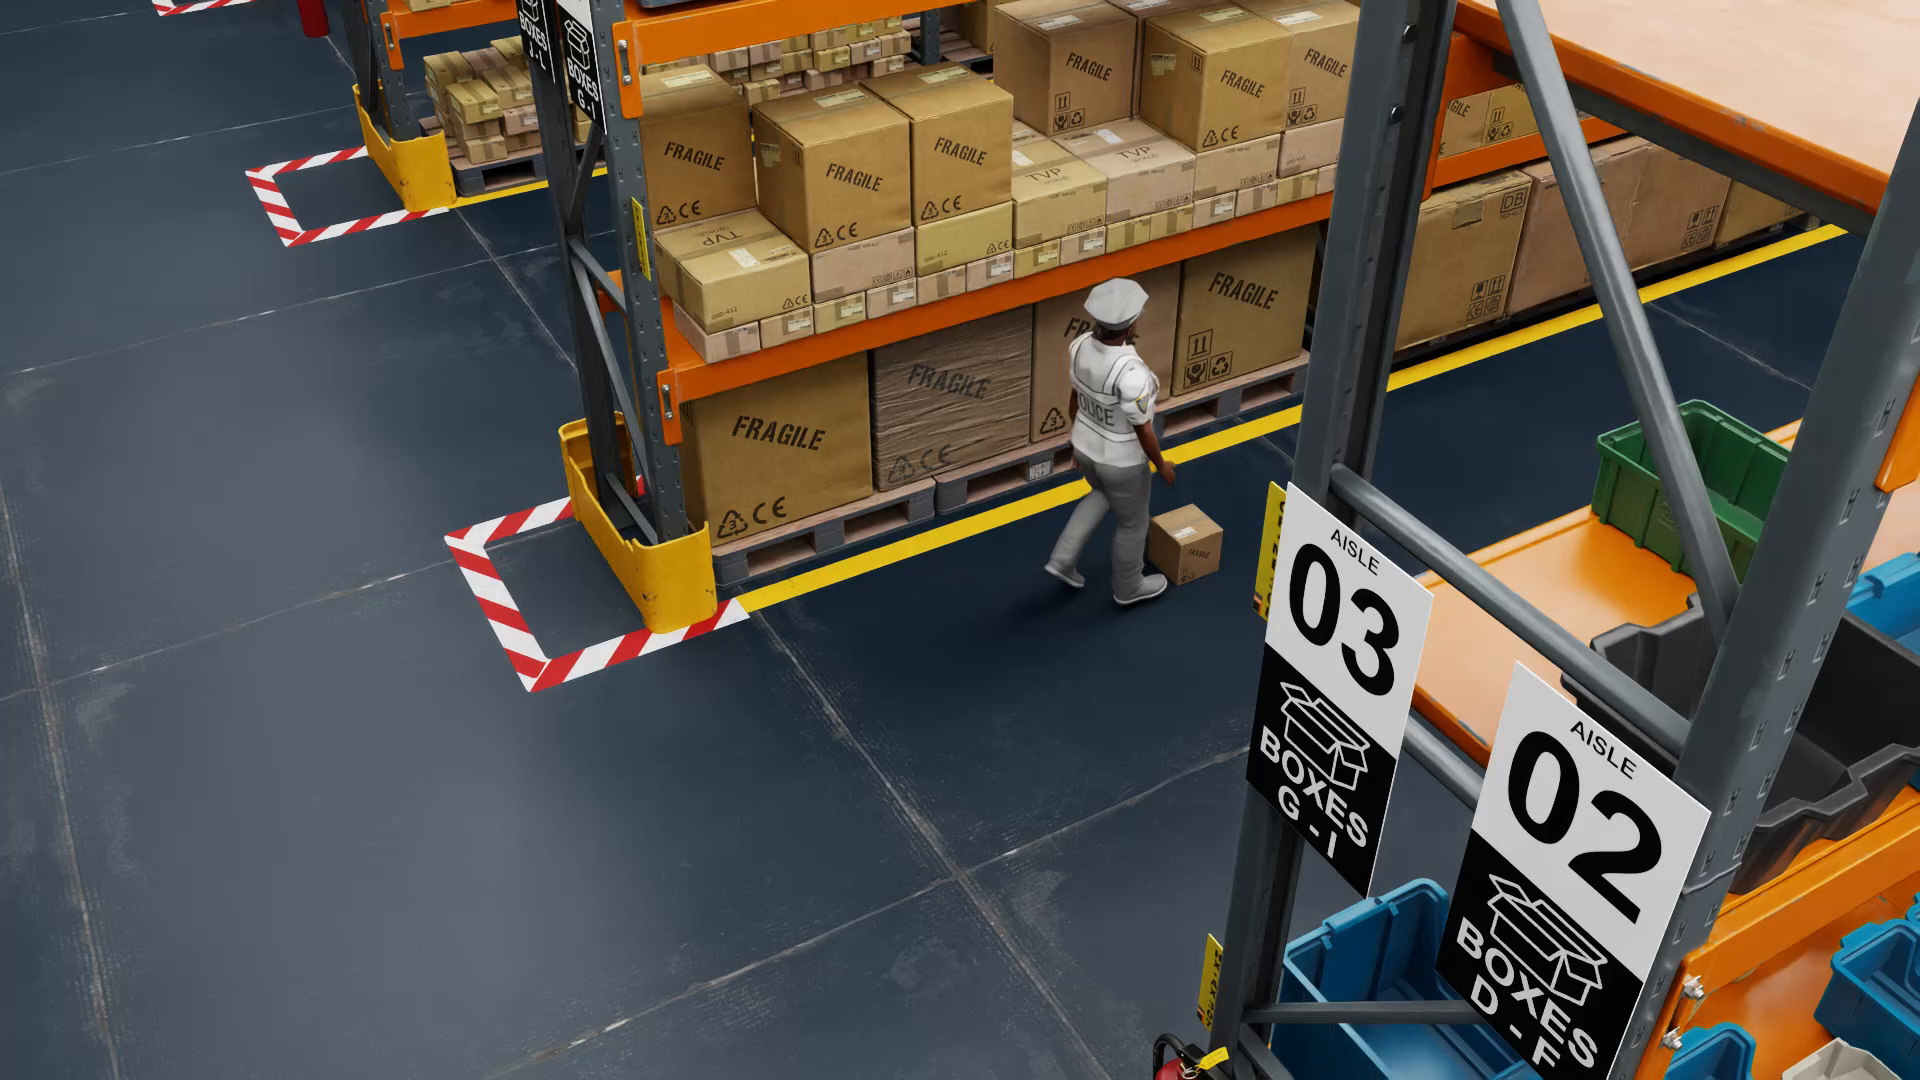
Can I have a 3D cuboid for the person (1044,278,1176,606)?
[{"bbox_3d":[0.710,-0.402,7.413,0.557,1.677,0.468,-23,43,-27],"label":"person"}]
